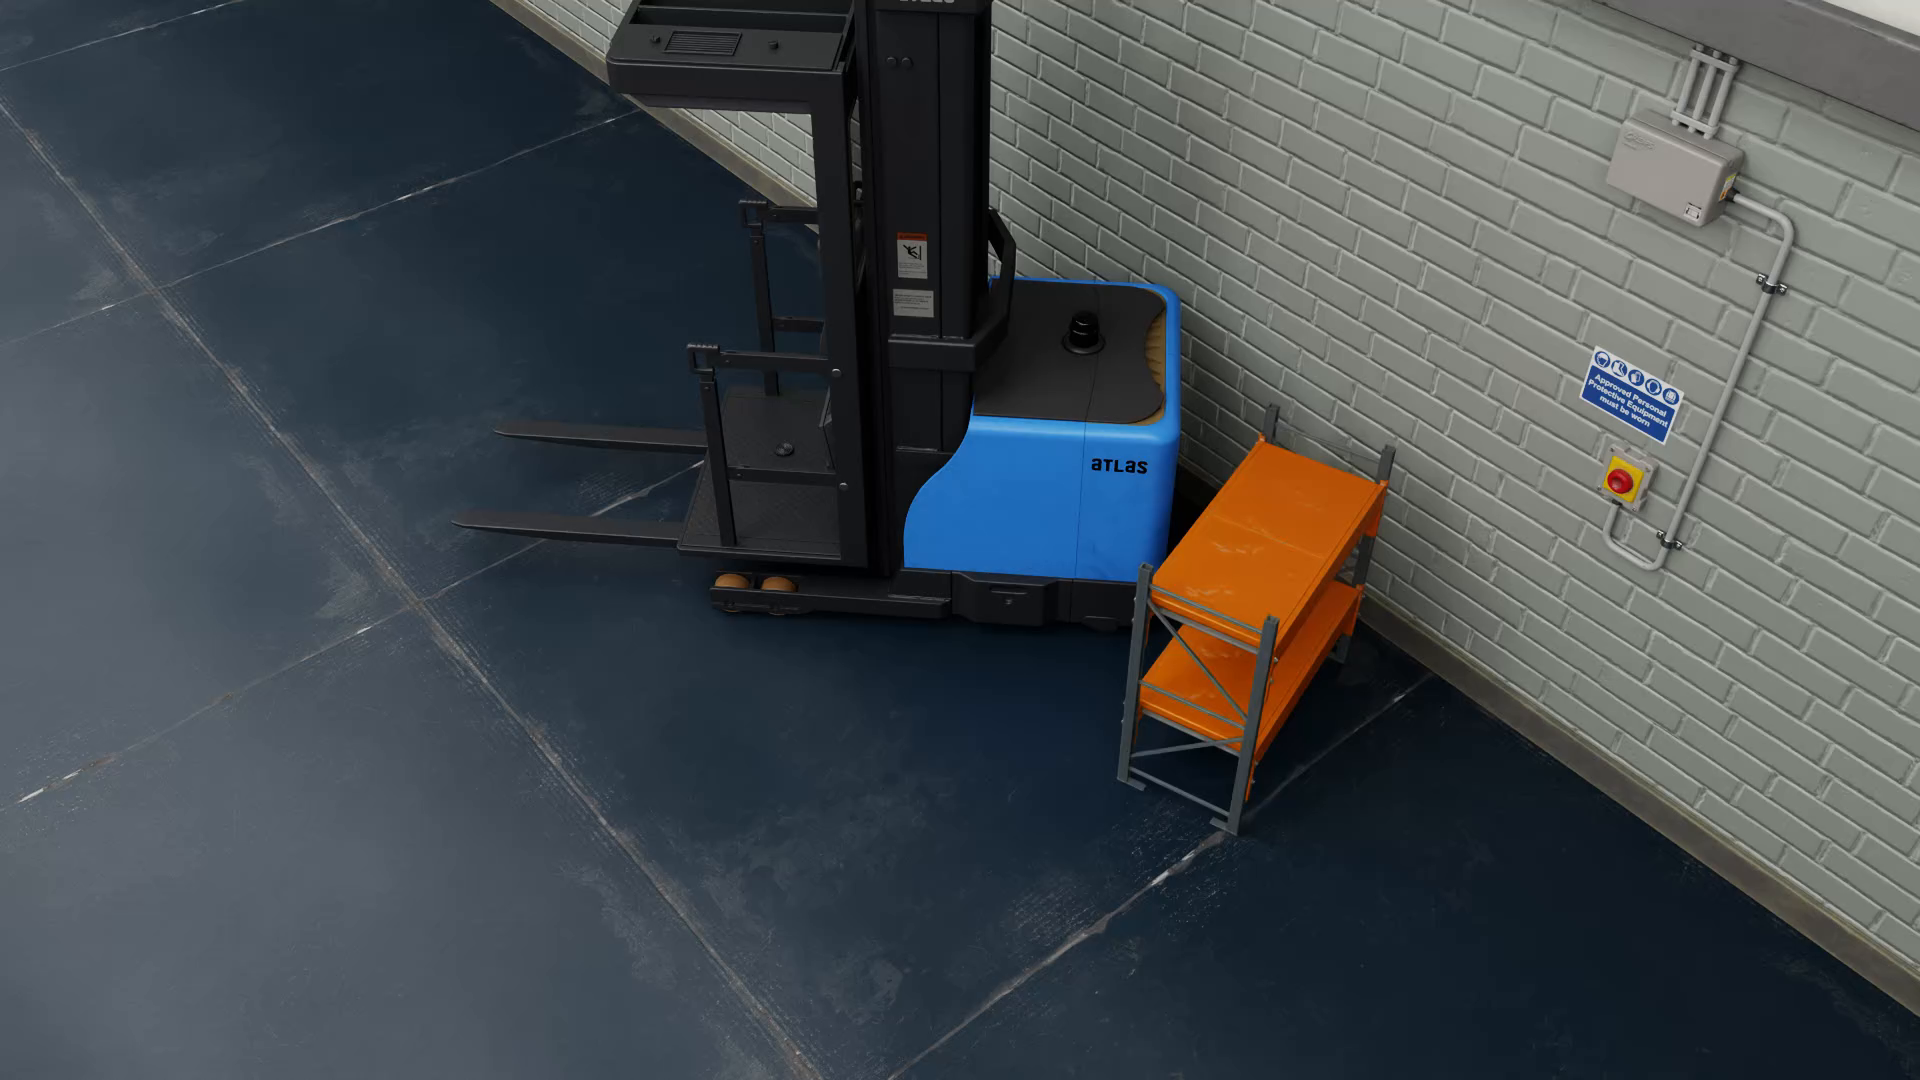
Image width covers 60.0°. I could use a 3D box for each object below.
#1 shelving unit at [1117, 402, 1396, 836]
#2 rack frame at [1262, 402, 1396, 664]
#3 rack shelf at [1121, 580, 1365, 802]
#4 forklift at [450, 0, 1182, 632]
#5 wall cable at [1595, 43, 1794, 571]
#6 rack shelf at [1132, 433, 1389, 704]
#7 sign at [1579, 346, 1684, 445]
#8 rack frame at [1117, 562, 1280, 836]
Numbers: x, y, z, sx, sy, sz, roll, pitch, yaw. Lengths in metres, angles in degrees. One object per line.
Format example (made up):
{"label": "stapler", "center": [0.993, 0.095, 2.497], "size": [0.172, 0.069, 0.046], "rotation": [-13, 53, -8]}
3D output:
{"label": "shelving unit", "center": [1.089, 0.289, 6.174], "size": [0.538, 1.125, 1.048], "rotation": [23, 48, 23]}
{"label": "rack frame", "center": [1.360, -0.005, 6.488], "size": [0.500, 1.125, 0.032], "rotation": [23, 48, 23]}
{"label": "rack shelf", "center": [1.089, 0.467, 6.342], "size": [0.538, 0.278, 1.000], "rotation": [23, 48, 23]}
{"label": "forklift", "center": [-0.628, -1.110, 6.344], "size": [3.031, 2.935, 1.130], "rotation": [4, 43, 4]}
{"label": "wall cable", "center": [2.167, -0.703, 5.096], "size": [0.123, 1.953, 0.585], "rotation": [-30, 51, -28]}
{"label": "rack shelf", "center": [1.089, 0.076, 5.974], "size": [0.538, 0.278, 1.000], "rotation": [23, 48, 23]}
{"label": "sign", "center": [2.183, -0.472, 5.418], "size": [0.001, 0.218, 0.327], "rotation": [-30, 51, -28]}
{"label": "rack frame", "center": [0.817, 0.583, 5.861], "size": [0.500, 1.125, 0.032], "rotation": [23, 48, 23]}
